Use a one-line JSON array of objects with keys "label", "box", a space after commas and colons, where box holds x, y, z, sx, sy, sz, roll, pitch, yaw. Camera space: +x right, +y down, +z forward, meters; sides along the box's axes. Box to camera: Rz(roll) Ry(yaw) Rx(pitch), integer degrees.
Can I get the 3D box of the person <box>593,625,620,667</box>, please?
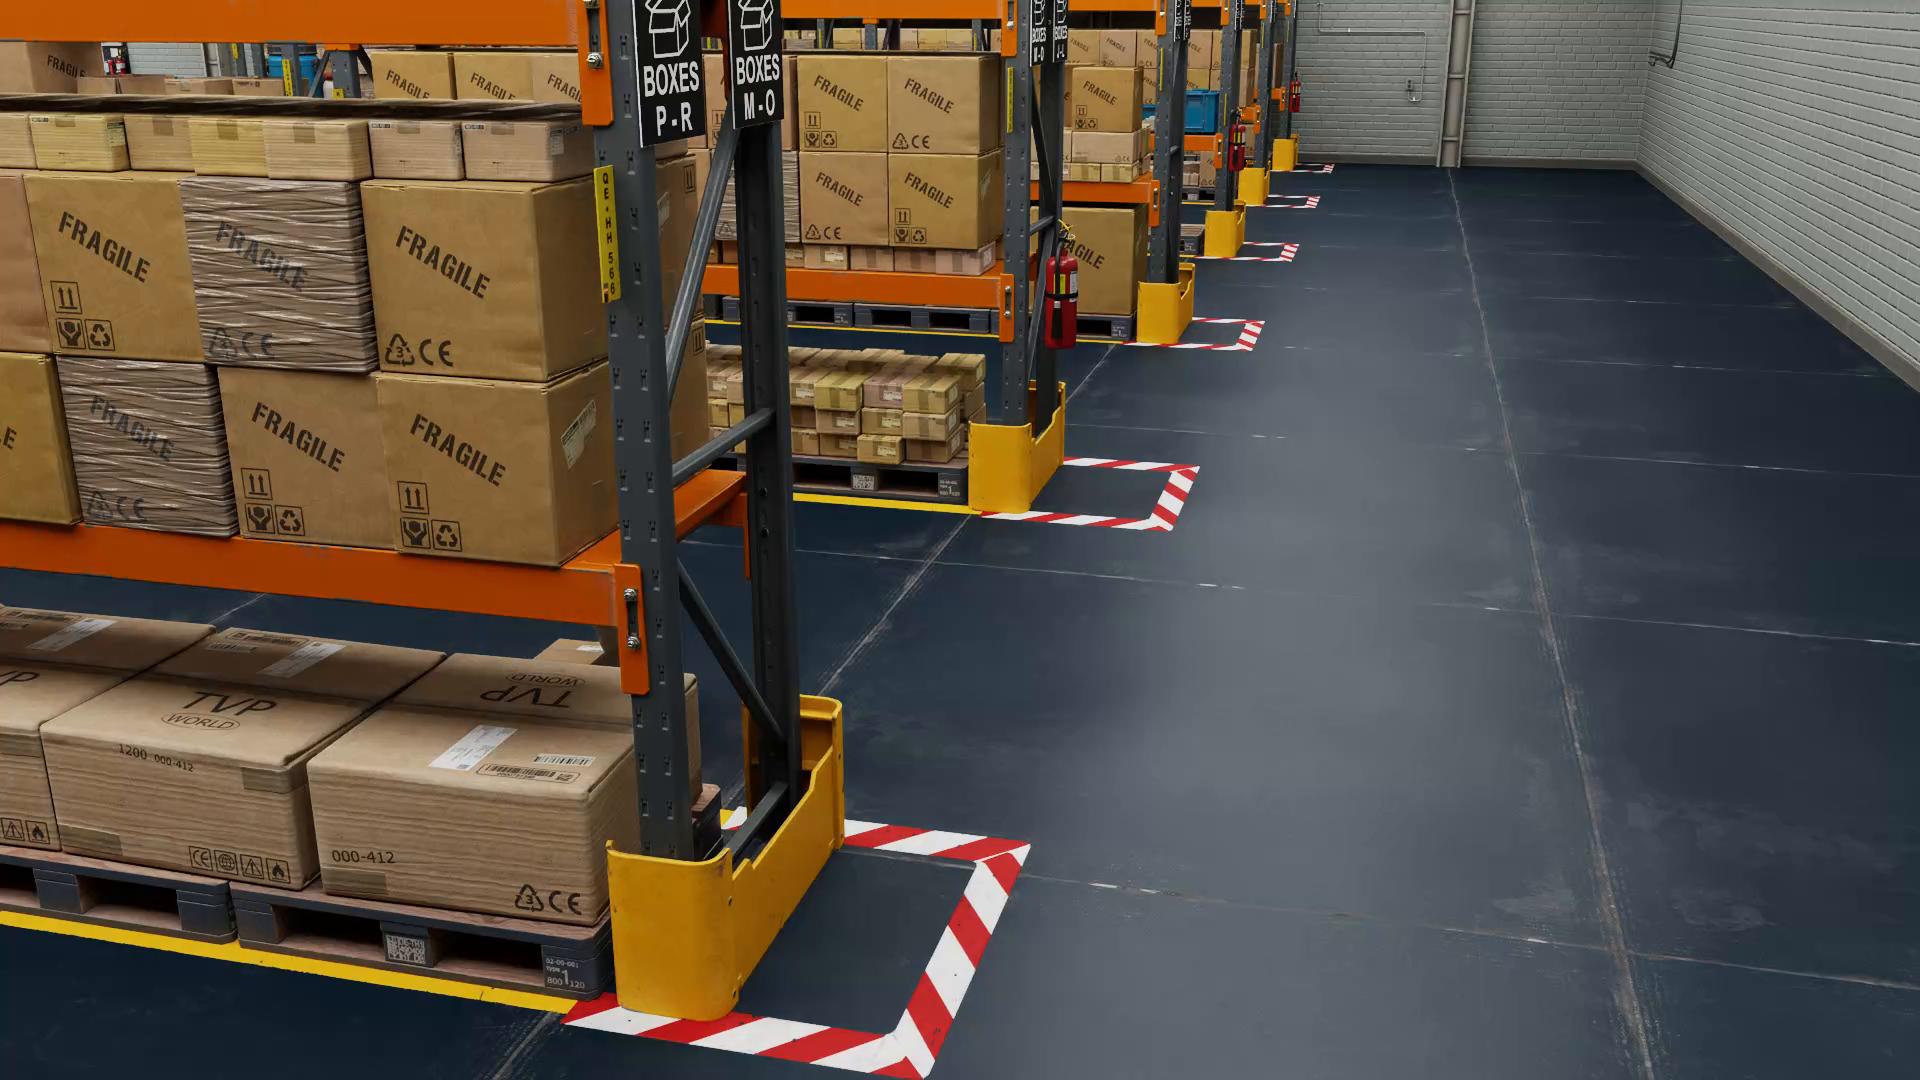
[{"label": "person", "box": [-1.281, -0.132, 6.452, 0.443, 1.744, 0.585, 4, 19, 13]}]
